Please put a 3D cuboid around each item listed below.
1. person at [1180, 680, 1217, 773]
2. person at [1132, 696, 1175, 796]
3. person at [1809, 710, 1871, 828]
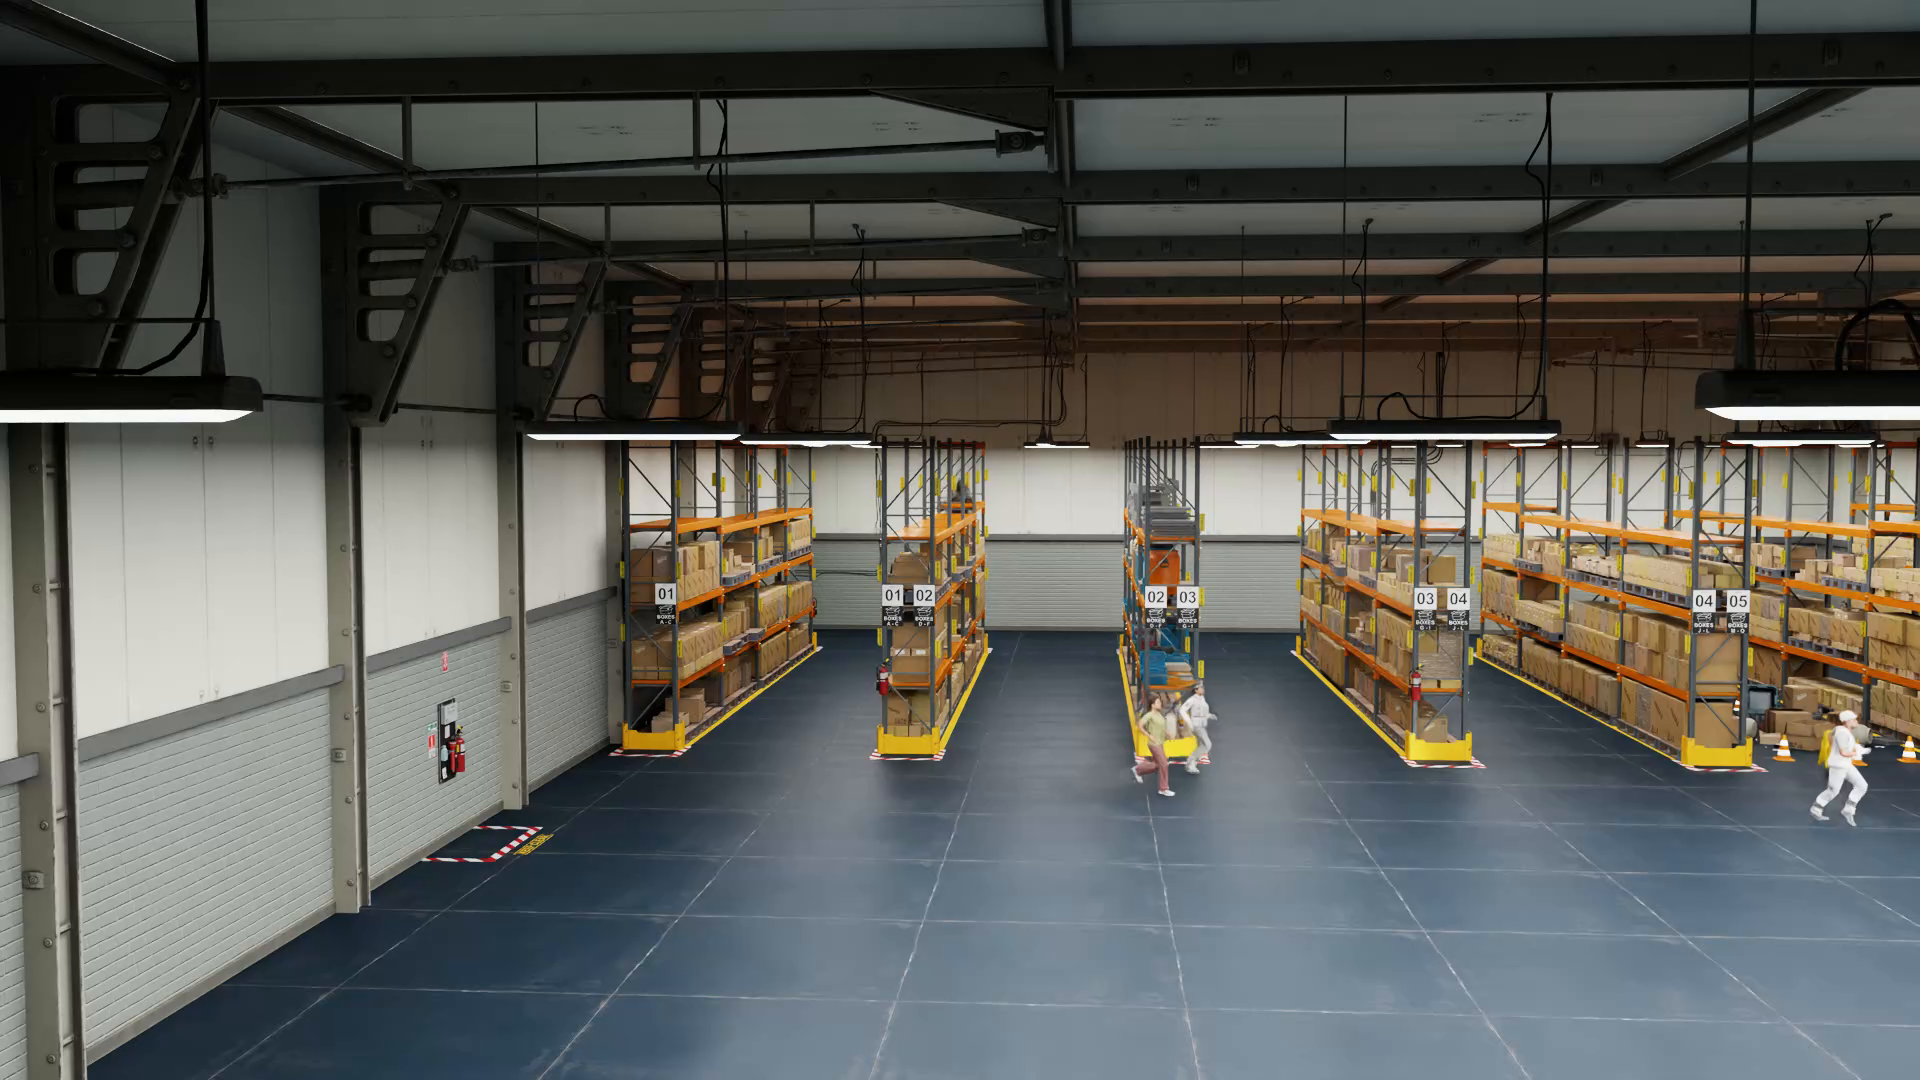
[{"bbox_3d":[4.259,3.304,29.414,0.597,1.654,0.579,2,4,32],"label":"person"},{"bbox_3d":[3.222,3.424,27.770,0.794,1.657,0.579,2,4,30],"label":"person"},{"bbox_3d":[13.421,3.473,25.340,0.839,1.786,0.693,2,4,38],"label":"person"}]
